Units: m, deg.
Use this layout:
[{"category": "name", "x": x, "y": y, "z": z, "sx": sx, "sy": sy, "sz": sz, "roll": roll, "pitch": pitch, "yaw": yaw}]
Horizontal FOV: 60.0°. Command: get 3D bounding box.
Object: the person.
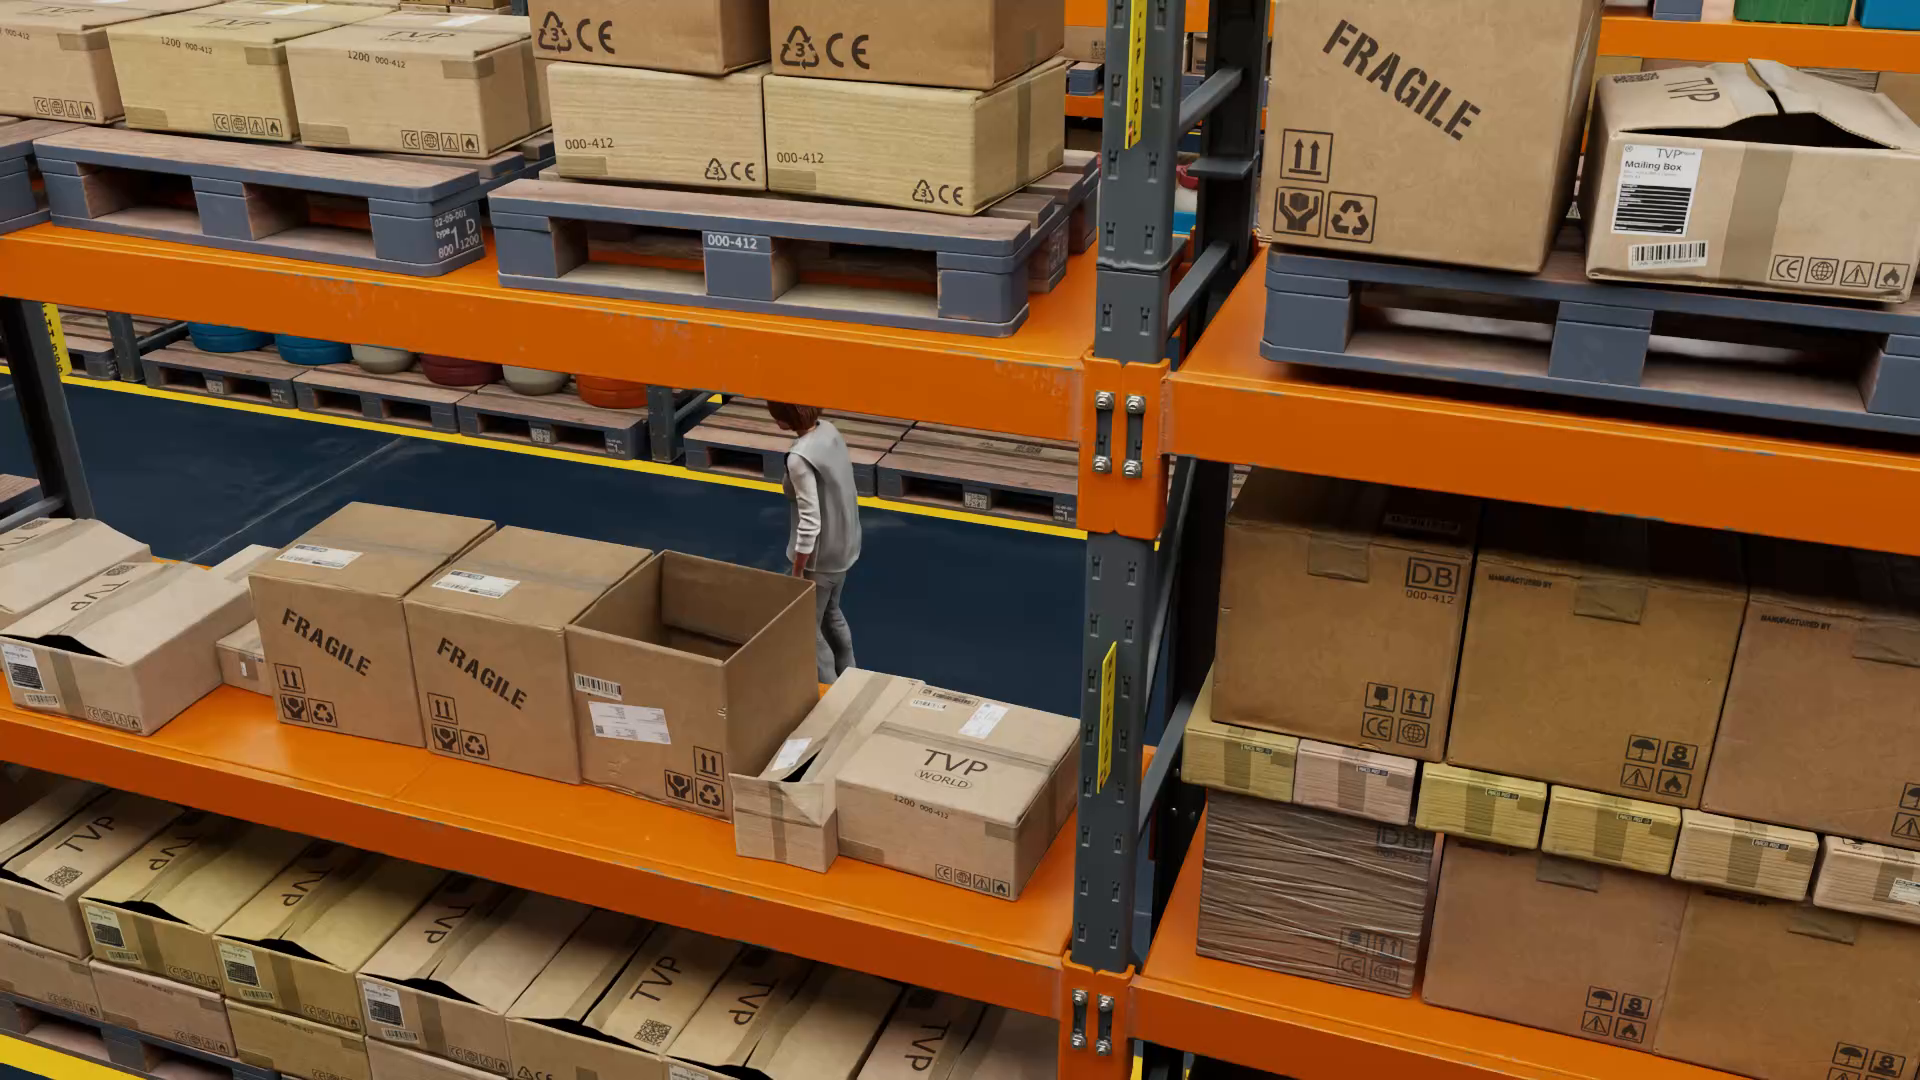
[{"category": "person", "x": -0.596, "y": 0.060, "z": 7.003, "sx": 0.347, "sy": 1.592, "sz": 0.475, "roll": 7, "pitch": 27, "yaw": 14}]
